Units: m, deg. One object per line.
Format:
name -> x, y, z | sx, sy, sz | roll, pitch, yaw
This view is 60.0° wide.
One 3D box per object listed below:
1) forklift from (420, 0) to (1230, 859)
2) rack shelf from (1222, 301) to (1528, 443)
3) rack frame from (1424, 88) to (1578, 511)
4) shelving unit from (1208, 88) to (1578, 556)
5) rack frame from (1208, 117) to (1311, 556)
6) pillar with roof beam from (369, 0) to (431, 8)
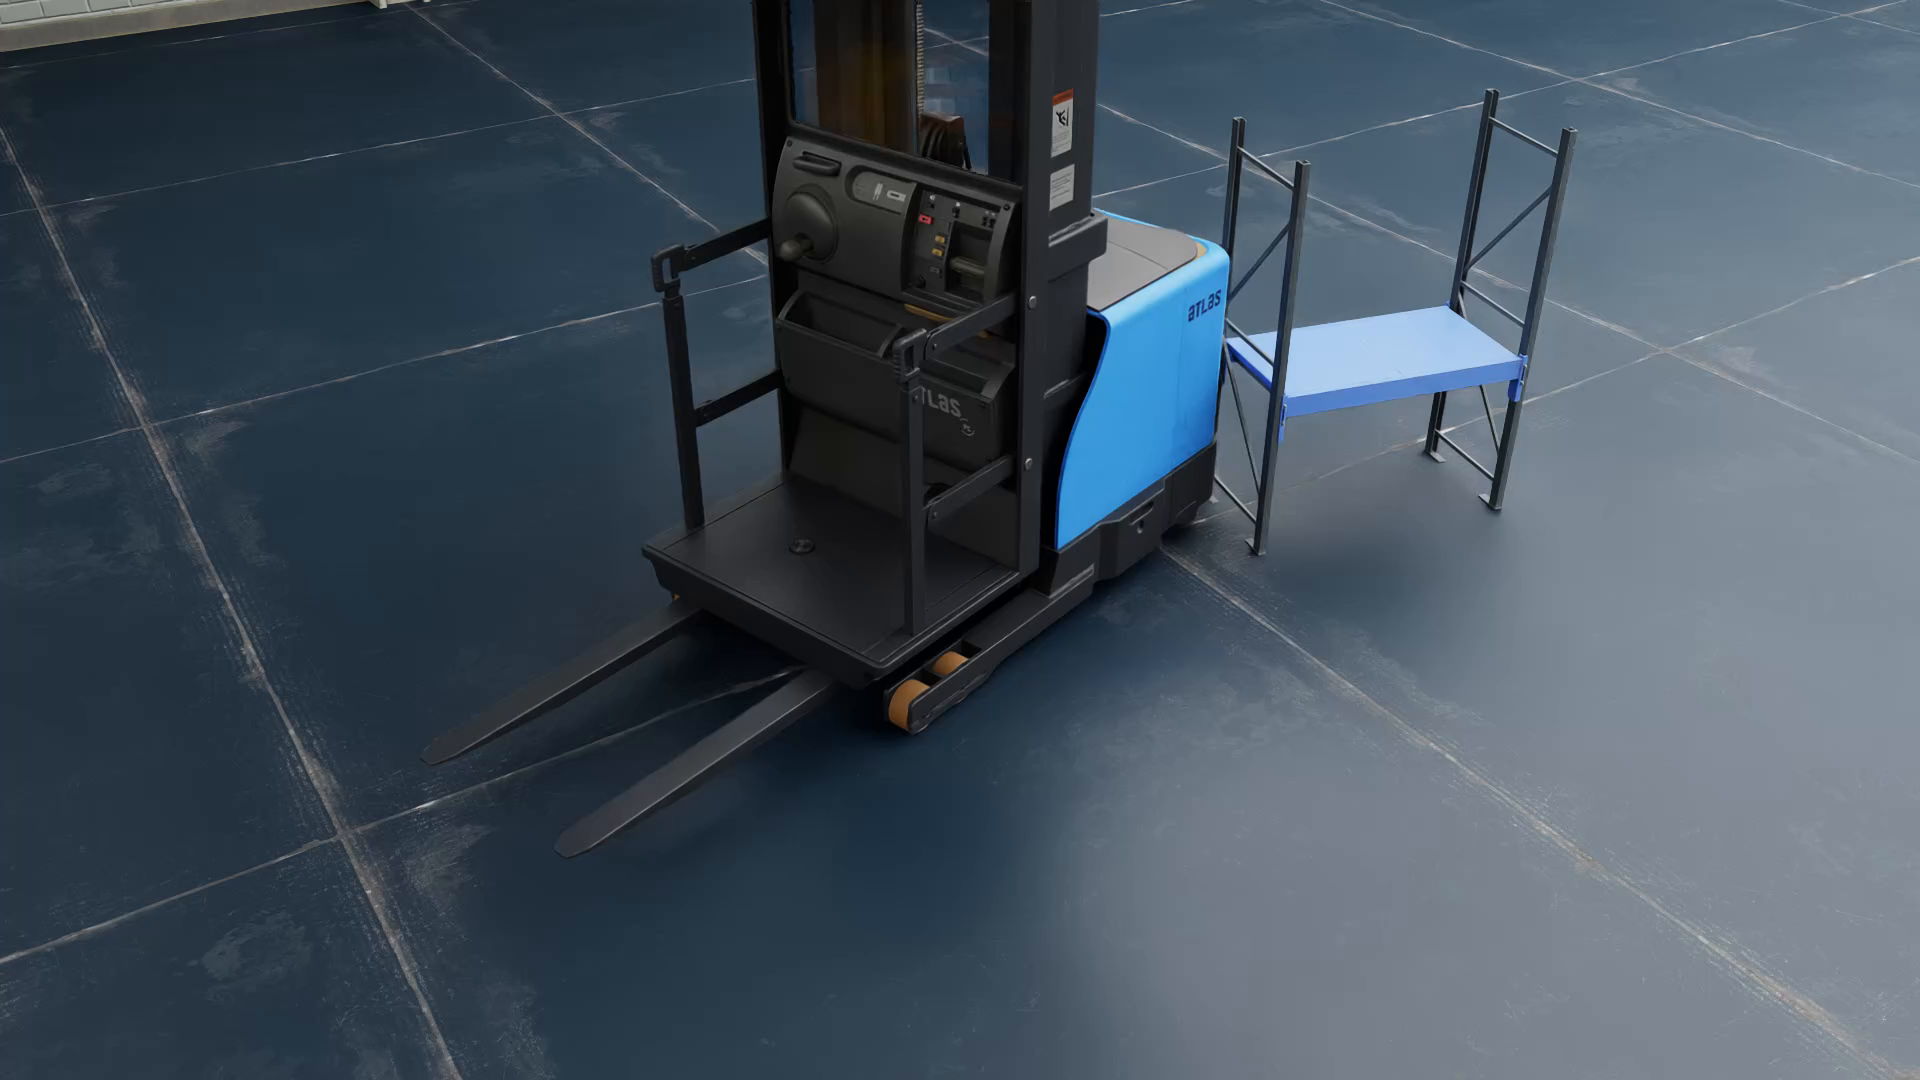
forklift -> -0.353, -0.930, 4.978 | 1.130, 2.935, 3.031 | 24, 39, 33
rack shelf -> 1.520, -0.638, 6.193 | 1.000, 0.185, 0.538 | -10, 34, -16
rack frame -> 2.002, -0.877, 6.235 | 0.032, 1.500, 0.500 | -10, 34, -16
shelving unit -> 1.520, -0.790, 6.097 | 1.048, 1.500, 0.538 | -10, 34, -16
rack frame -> 1.039, -0.704, 5.960 | 0.032, 1.500, 0.500 | -10, 34, -16
pillar with roof beam -> -2.006, -6.052, 7.410 | 0.400, 9.000, 9.100 | -19, 37, -27
